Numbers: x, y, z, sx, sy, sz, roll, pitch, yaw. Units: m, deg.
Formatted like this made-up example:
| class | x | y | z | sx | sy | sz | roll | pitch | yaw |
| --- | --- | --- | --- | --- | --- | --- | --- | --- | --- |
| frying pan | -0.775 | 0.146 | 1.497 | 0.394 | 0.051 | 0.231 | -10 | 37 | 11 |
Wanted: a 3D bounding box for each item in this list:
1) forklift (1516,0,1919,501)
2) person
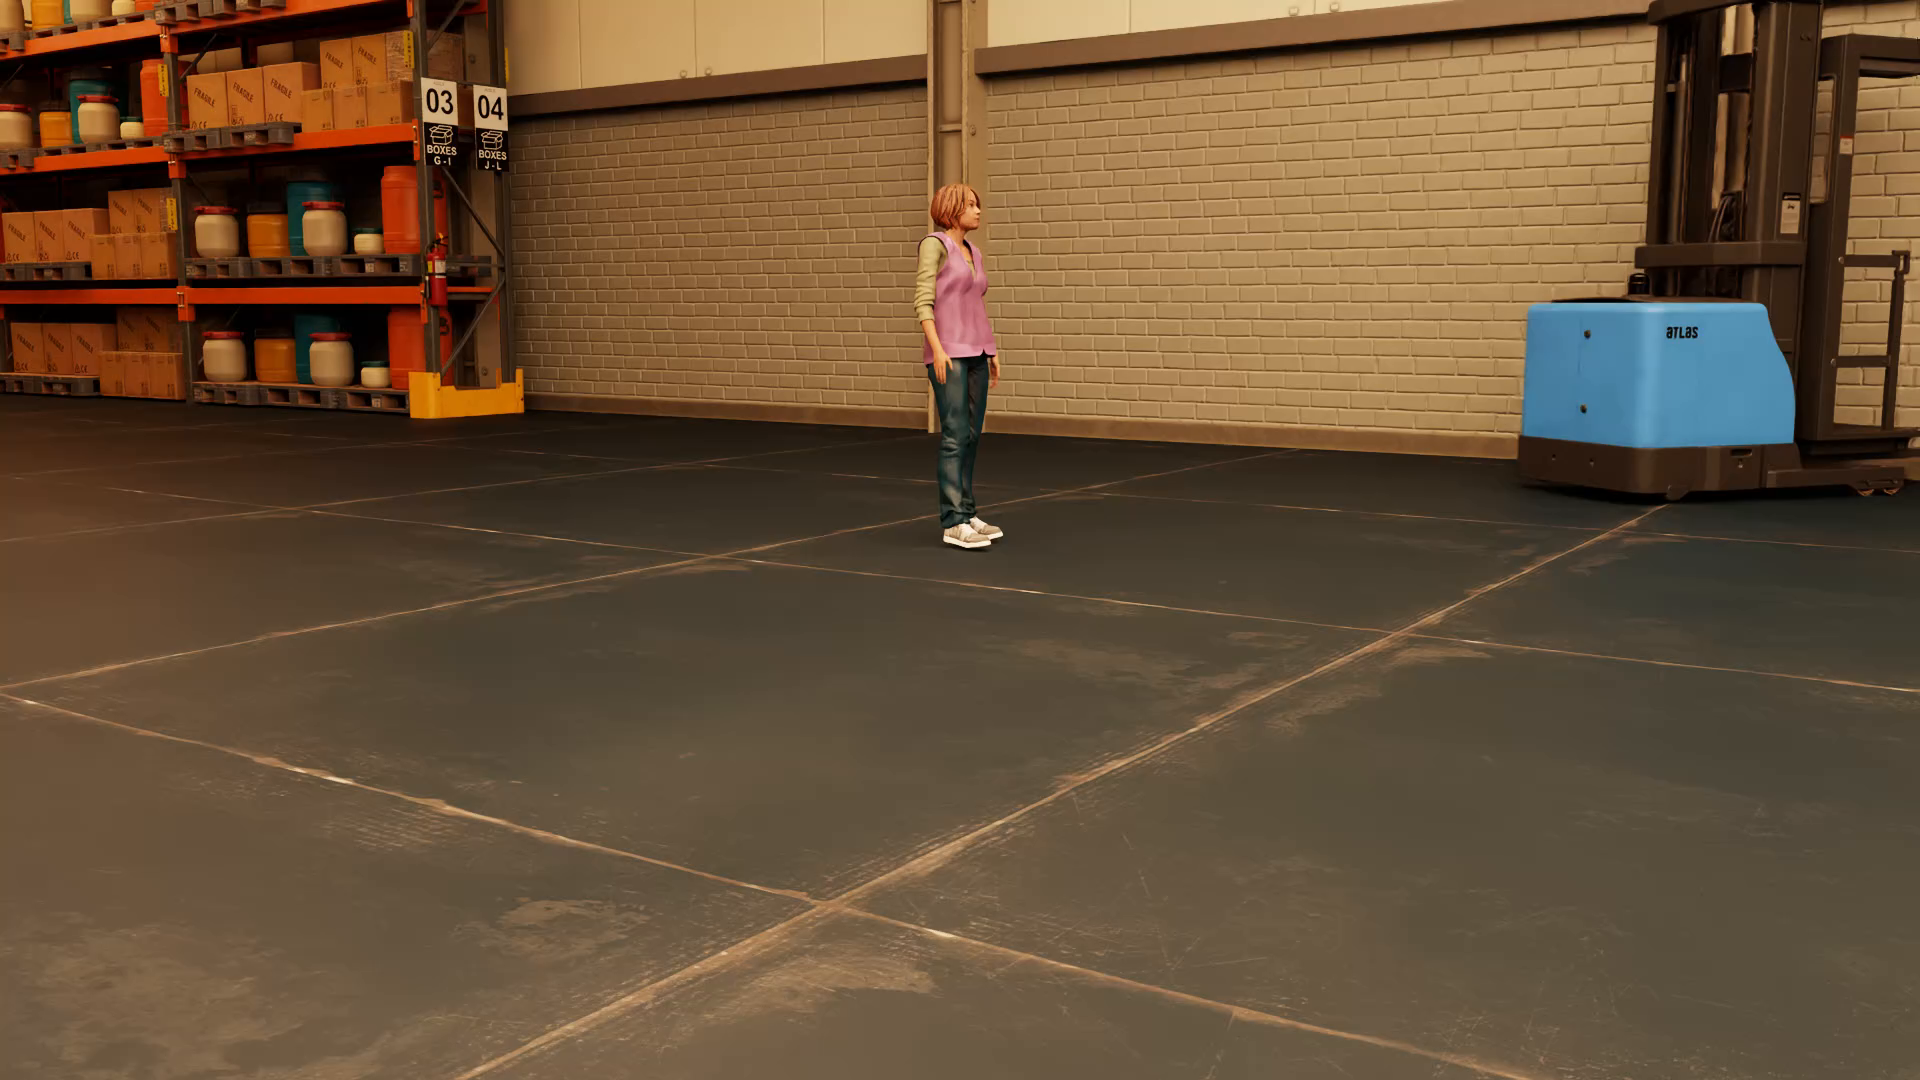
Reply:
| class | x | y | z | sx | sy | sz | roll | pitch | yaw |
| --- | --- | --- | --- | --- | --- | --- | --- | --- | --- |
| forklift | 4.820 | -1.766 | 9.614 | 3.031 | 2.935 | 1.130 | -3 | 9 | -21 |
| person | 0.053 | -0.791 | 7.438 | 0.476 | 1.597 | 0.520 | 5 | 10 | 34 |
